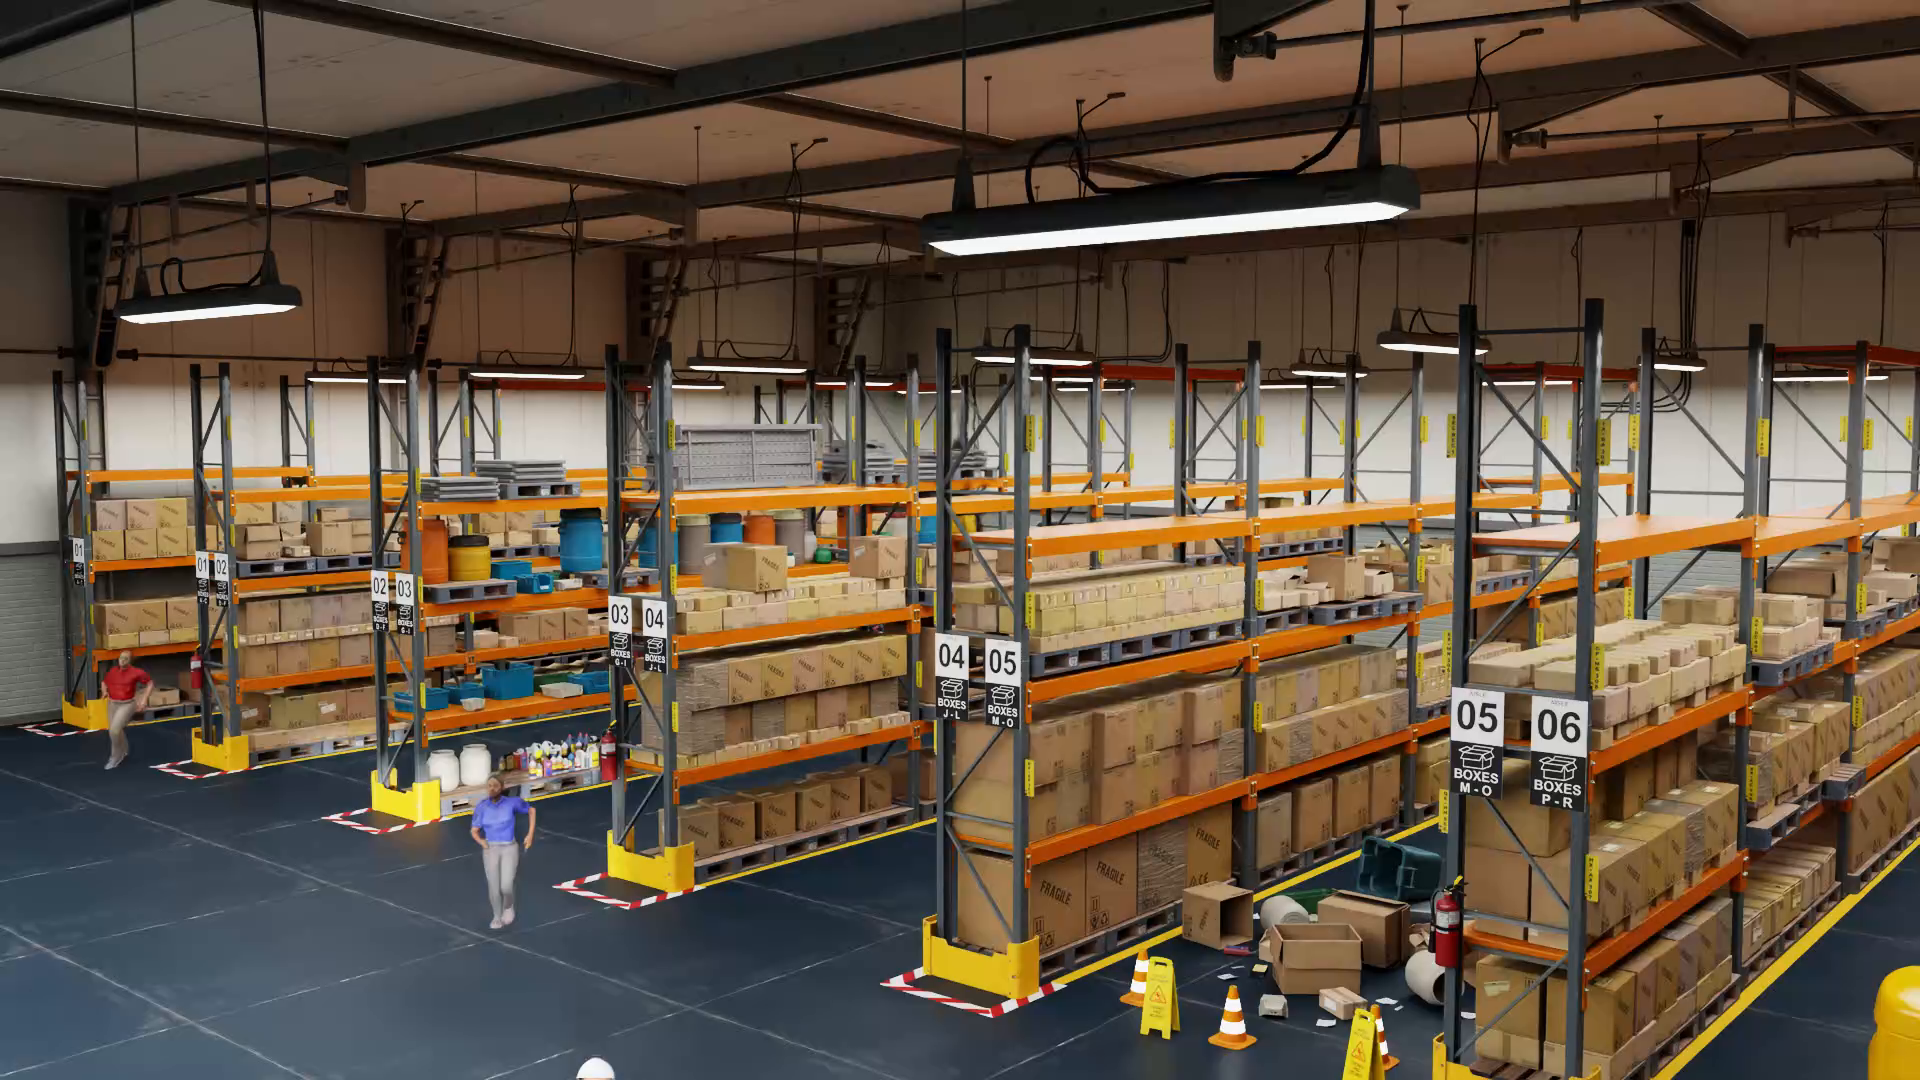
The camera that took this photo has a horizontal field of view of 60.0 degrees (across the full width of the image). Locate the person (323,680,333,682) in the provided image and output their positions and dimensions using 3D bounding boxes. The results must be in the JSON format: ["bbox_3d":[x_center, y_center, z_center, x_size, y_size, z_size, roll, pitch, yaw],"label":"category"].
[{"bbox_3d":[-10.543,2.261,27.714,0.672,1.819,0.928,3,5,37],"label":"person"}]

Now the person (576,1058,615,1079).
[{"bbox_3d":[-1.935,3.648,8.968,0.645,1.751,0.631,0,4,-6],"label":"person"}]

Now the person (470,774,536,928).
[{"bbox_3d":[-4.595,3.147,16.696,0.599,1.610,0.755,0,4,-4],"label":"person"}]

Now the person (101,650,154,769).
[{"bbox_3d":[-12.493,2.534,24.875,0.726,1.773,0.671,1,4,12],"label":"person"}]
